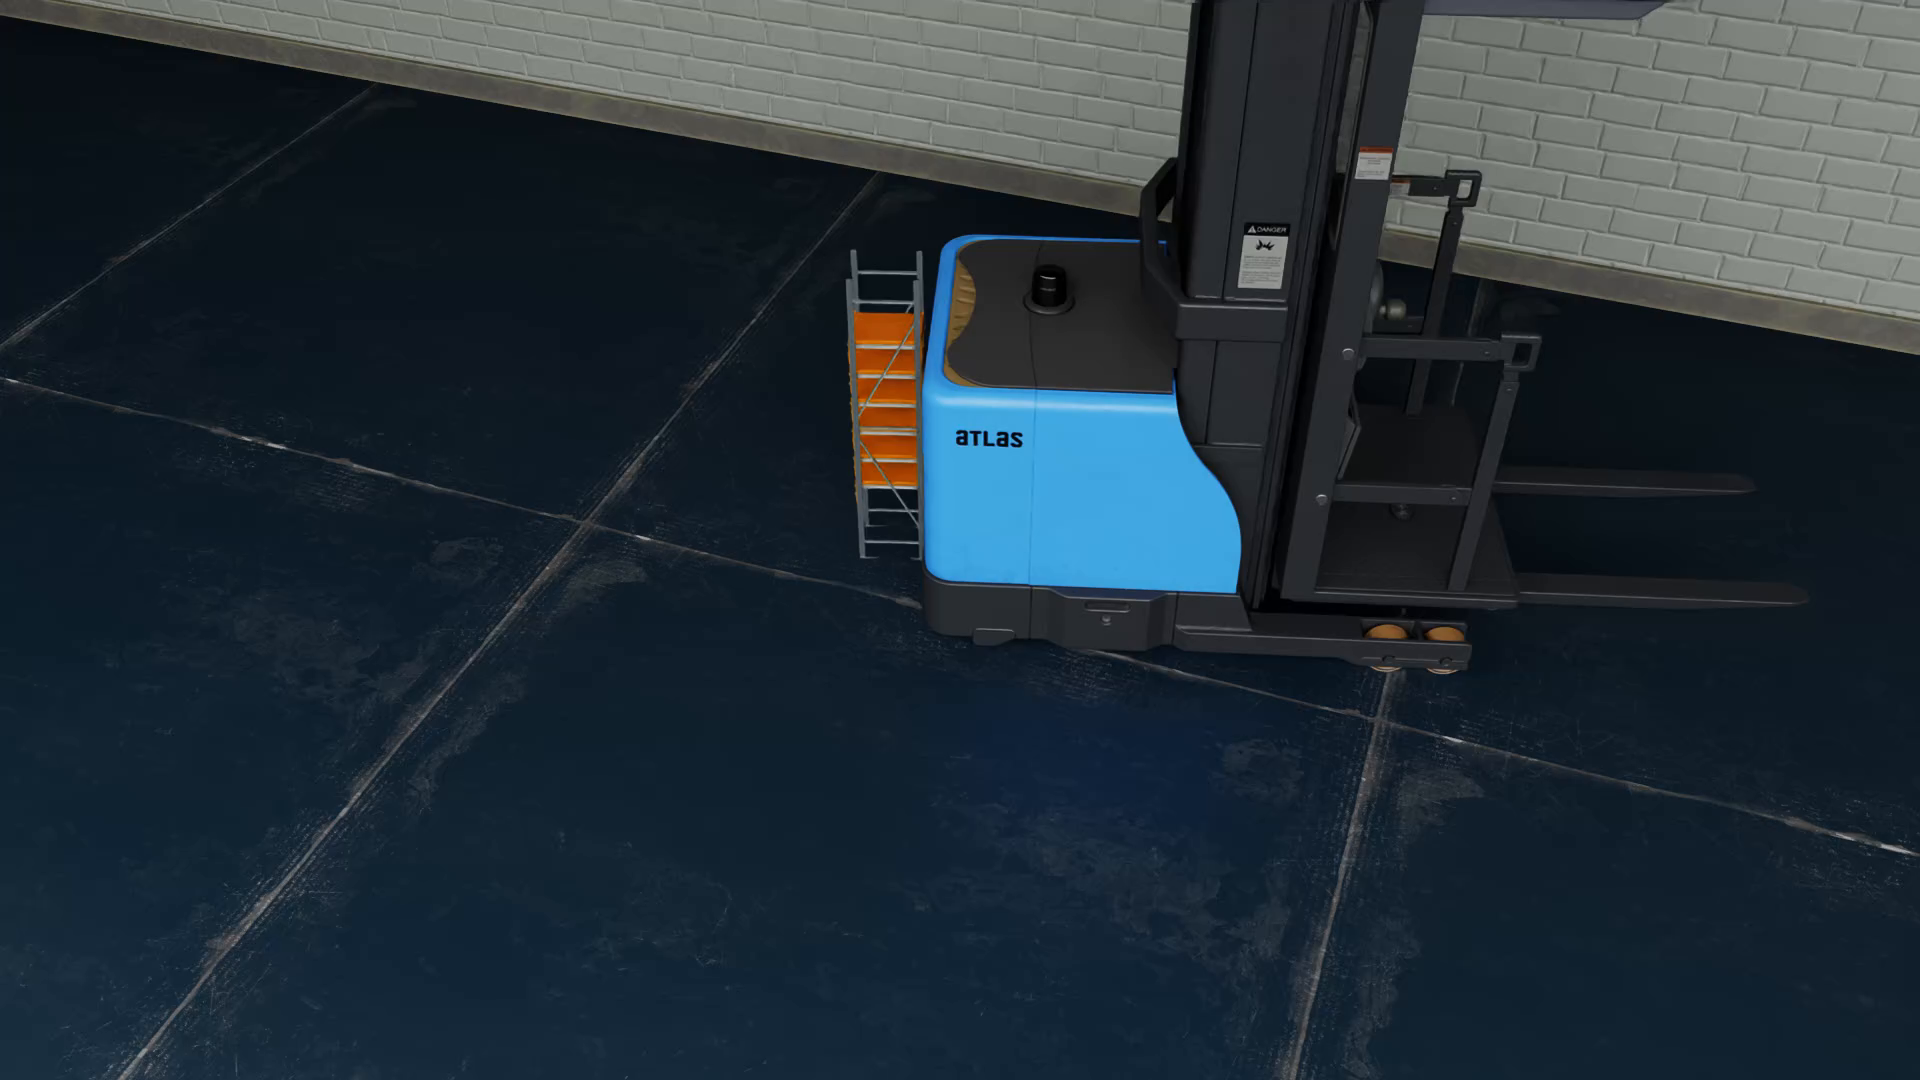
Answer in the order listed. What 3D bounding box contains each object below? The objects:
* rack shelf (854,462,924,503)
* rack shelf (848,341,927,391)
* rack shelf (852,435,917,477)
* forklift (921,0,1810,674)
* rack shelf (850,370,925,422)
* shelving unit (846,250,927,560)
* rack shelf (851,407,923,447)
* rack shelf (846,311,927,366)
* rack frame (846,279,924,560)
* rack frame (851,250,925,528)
[{"bbox_3d":[-0.247,-0.229,6.032,0.258,0.103,0.180,1,40,2],"label":"rack shelf"},{"bbox_3d":[-0.247,-0.594,5.721,0.258,0.103,0.180,1,40,2],"label":"rack shelf"},{"bbox_3d":[-0.247,-0.320,5.954,0.258,0.103,0.180,1,40,2],"label":"rack shelf"},{"bbox_3d":[1.406,-1.013,5.179,3.031,2.935,1.130,2,41,3],"label":"forklift"},{"bbox_3d":[-0.247,-0.503,5.799,0.258,0.103,0.180,1,40,2],"label":"rack shelf"},{"bbox_3d":[-0.247,-0.445,5.848,0.258,1.200,0.189,1,40,2],"label":"shelving unit"},{"bbox_3d":[-0.247,-0.412,5.876,0.258,0.103,0.180,1,40,2],"label":"rack shelf"},{"bbox_3d":[-0.247,-0.685,5.643,0.258,0.103,0.180,1,40,2],"label":"rack shelf"},{"bbox_3d":[-0.251,-0.386,5.778,0.240,1.200,0.006,1,40,2],"label":"rack frame"},{"bbox_3d":[-0.244,-0.505,5.917,0.240,1.200,0.006,1,40,2],"label":"rack frame"}]
